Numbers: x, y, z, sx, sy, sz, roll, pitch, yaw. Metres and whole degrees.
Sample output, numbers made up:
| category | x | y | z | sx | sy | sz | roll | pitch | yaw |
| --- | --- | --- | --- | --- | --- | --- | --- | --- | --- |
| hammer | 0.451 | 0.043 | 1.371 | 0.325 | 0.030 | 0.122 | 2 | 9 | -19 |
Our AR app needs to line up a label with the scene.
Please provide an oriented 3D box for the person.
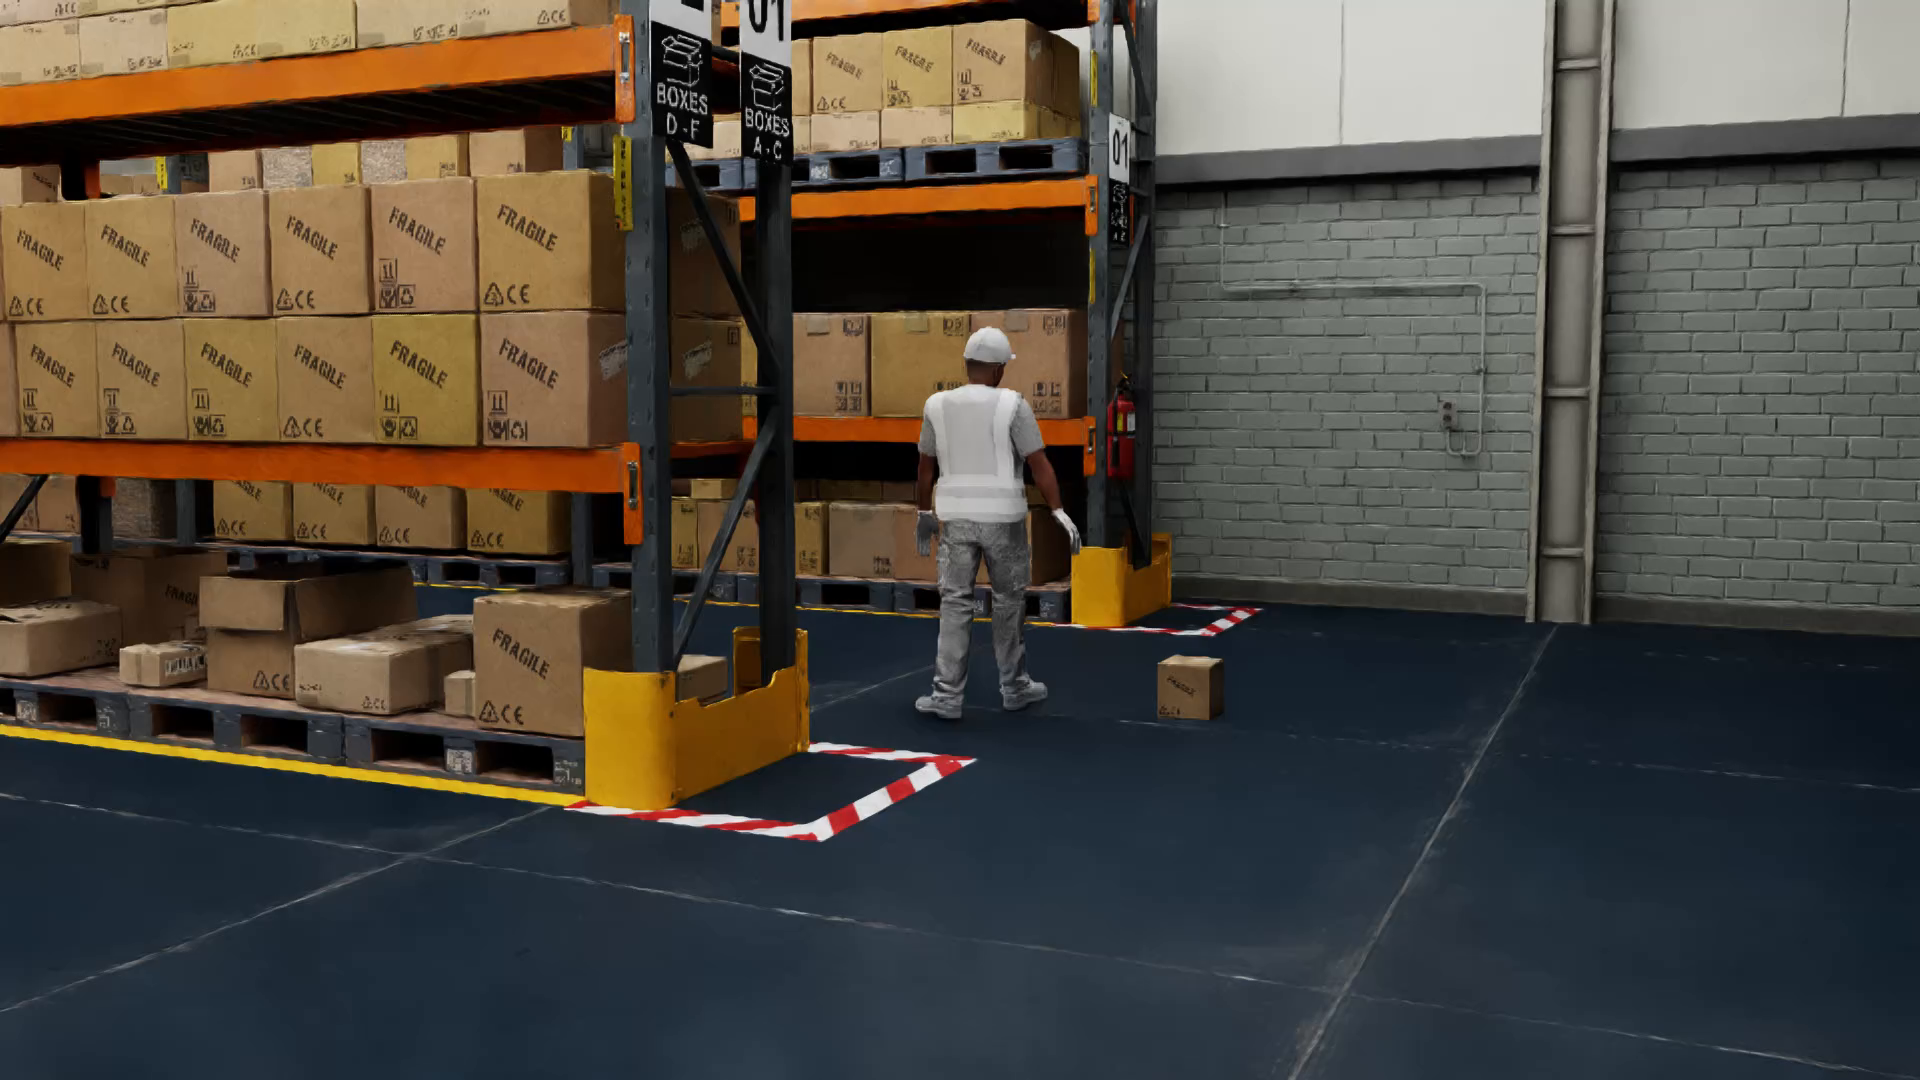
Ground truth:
| category | x | y | z | sx | sy | sz | roll | pitch | yaw |
| --- | --- | --- | --- | --- | --- | --- | --- | --- | --- |
| person | 0.178 | -0.086 | 7.684 | 0.801 | 1.782 | 0.672 | 1 | 6 | 15 |
